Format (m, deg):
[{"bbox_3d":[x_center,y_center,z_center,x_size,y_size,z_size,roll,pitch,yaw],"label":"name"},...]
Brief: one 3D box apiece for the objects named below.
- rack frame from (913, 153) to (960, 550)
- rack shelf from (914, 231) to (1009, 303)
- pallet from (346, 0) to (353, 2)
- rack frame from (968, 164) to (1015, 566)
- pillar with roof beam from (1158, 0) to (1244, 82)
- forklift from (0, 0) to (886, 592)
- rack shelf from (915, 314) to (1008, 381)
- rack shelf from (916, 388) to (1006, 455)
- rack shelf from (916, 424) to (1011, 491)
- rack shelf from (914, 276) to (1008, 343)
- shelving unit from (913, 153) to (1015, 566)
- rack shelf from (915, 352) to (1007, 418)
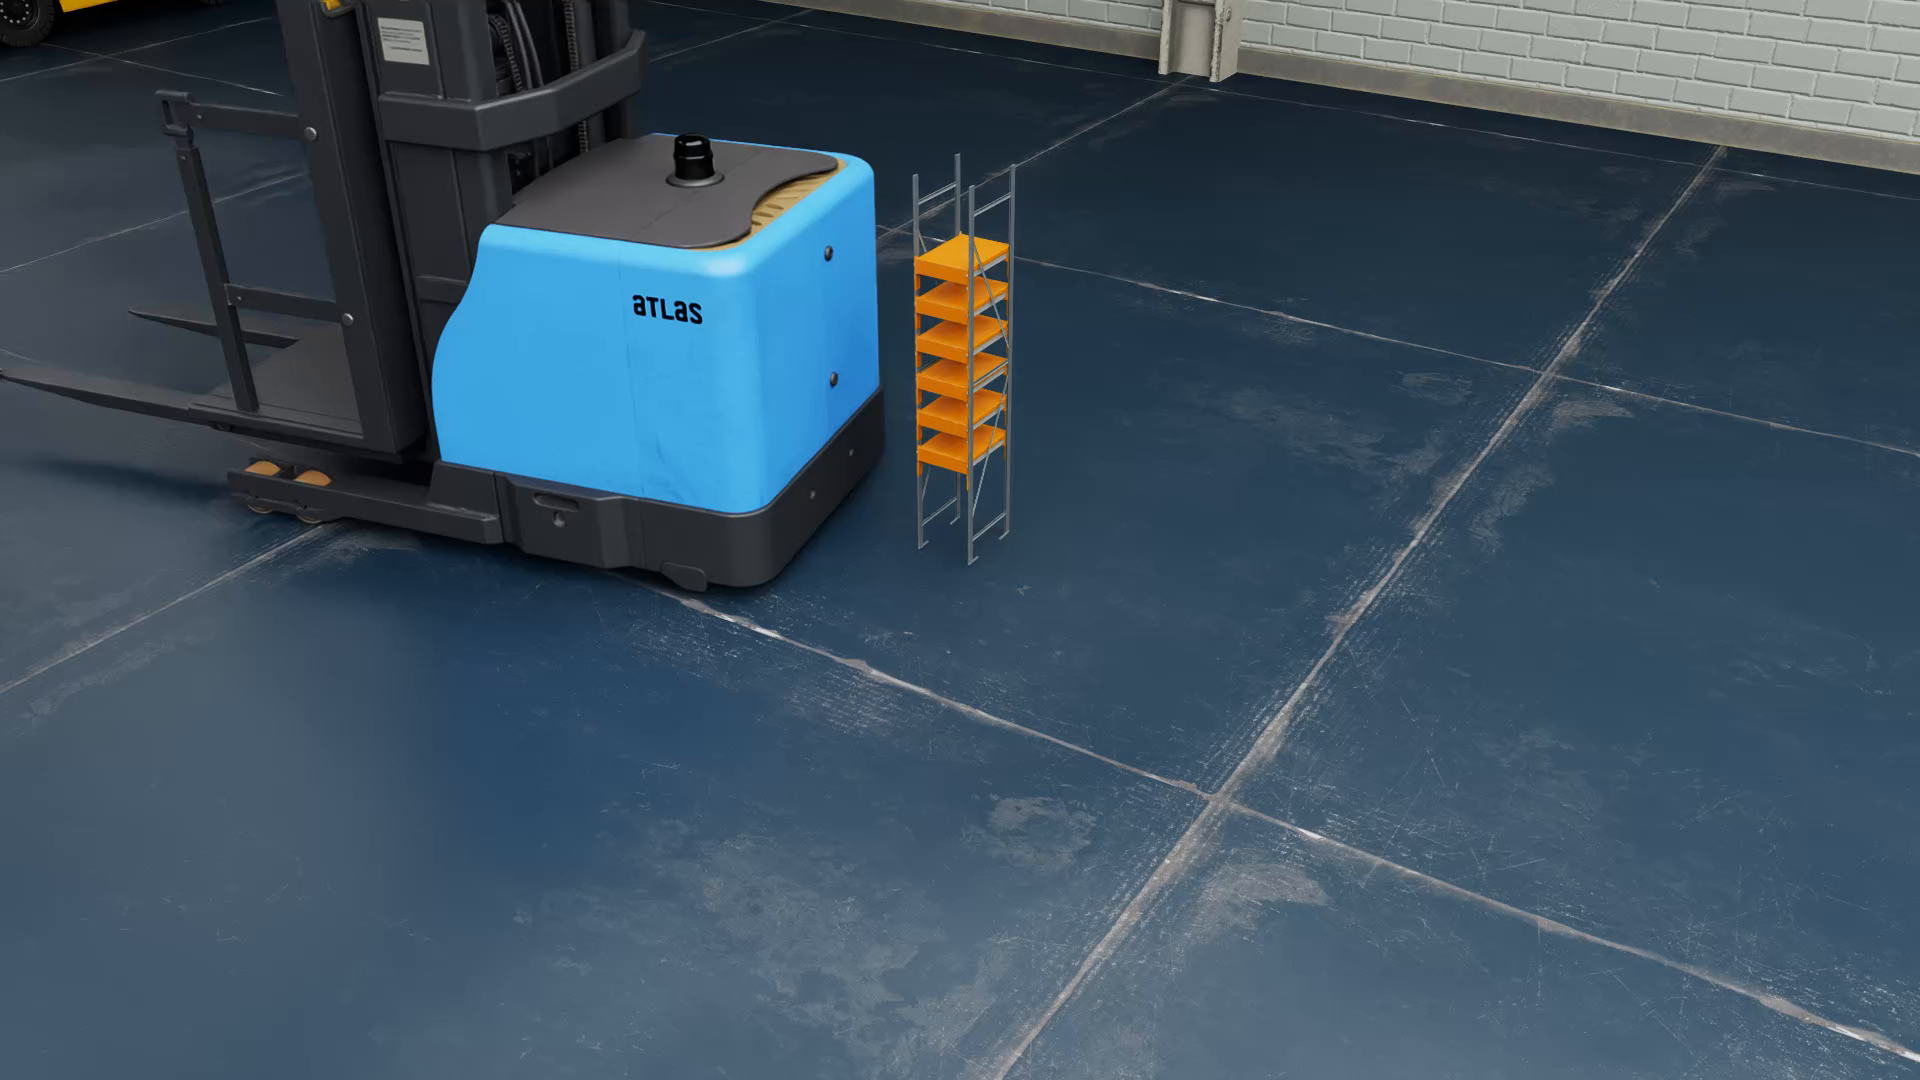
[{"bbox_3d":[-0.065,-0.539,4.983,0.006,1.200,0.240,18,35,27],"label":"rack frame"},{"bbox_3d":[0.012,-0.787,4.782,0.180,0.103,0.258,18,35,27],"label":"rack shelf"},{"bbox_3d":[-4.188,-4.168,12.184,1.213,0.211,1.003,18,35,27],"label":"pallet"},{"bbox_3d":[0.090,-0.490,4.899,0.006,1.200,0.240,18,35,27],"label":"rack frame"},{"bbox_3d":[-0.836,-4.903,4.724,0.400,9.000,9.100,18,35,27],"label":"pillar with roof beam"},{"bbox_3d":[-1.825,-1.557,5.009,3.031,2.935,1.130,10,32,17],"label":"forklift"},{"bbox_3d":[0.012,-0.580,4.903,0.180,0.103,0.258,18,35,27],"label":"rack shelf"},{"bbox_3d":[0.012,-0.372,5.024,0.180,0.103,0.258,18,35,27],"label":"rack shelf"},{"bbox_3d":[0.012,-0.269,5.084,0.180,0.103,0.258,18,35,27],"label":"rack shelf"},{"bbox_3d":[0.012,-0.683,4.842,0.180,0.103,0.258,18,35,27],"label":"rack shelf"},{"bbox_3d":[0.012,-0.514,4.941,0.189,1.200,0.258,18,35,27],"label":"shelving unit"},{"bbox_3d":[0.012,-0.476,4.963,0.180,0.103,0.258,18,35,27],"label":"rack shelf"}]
